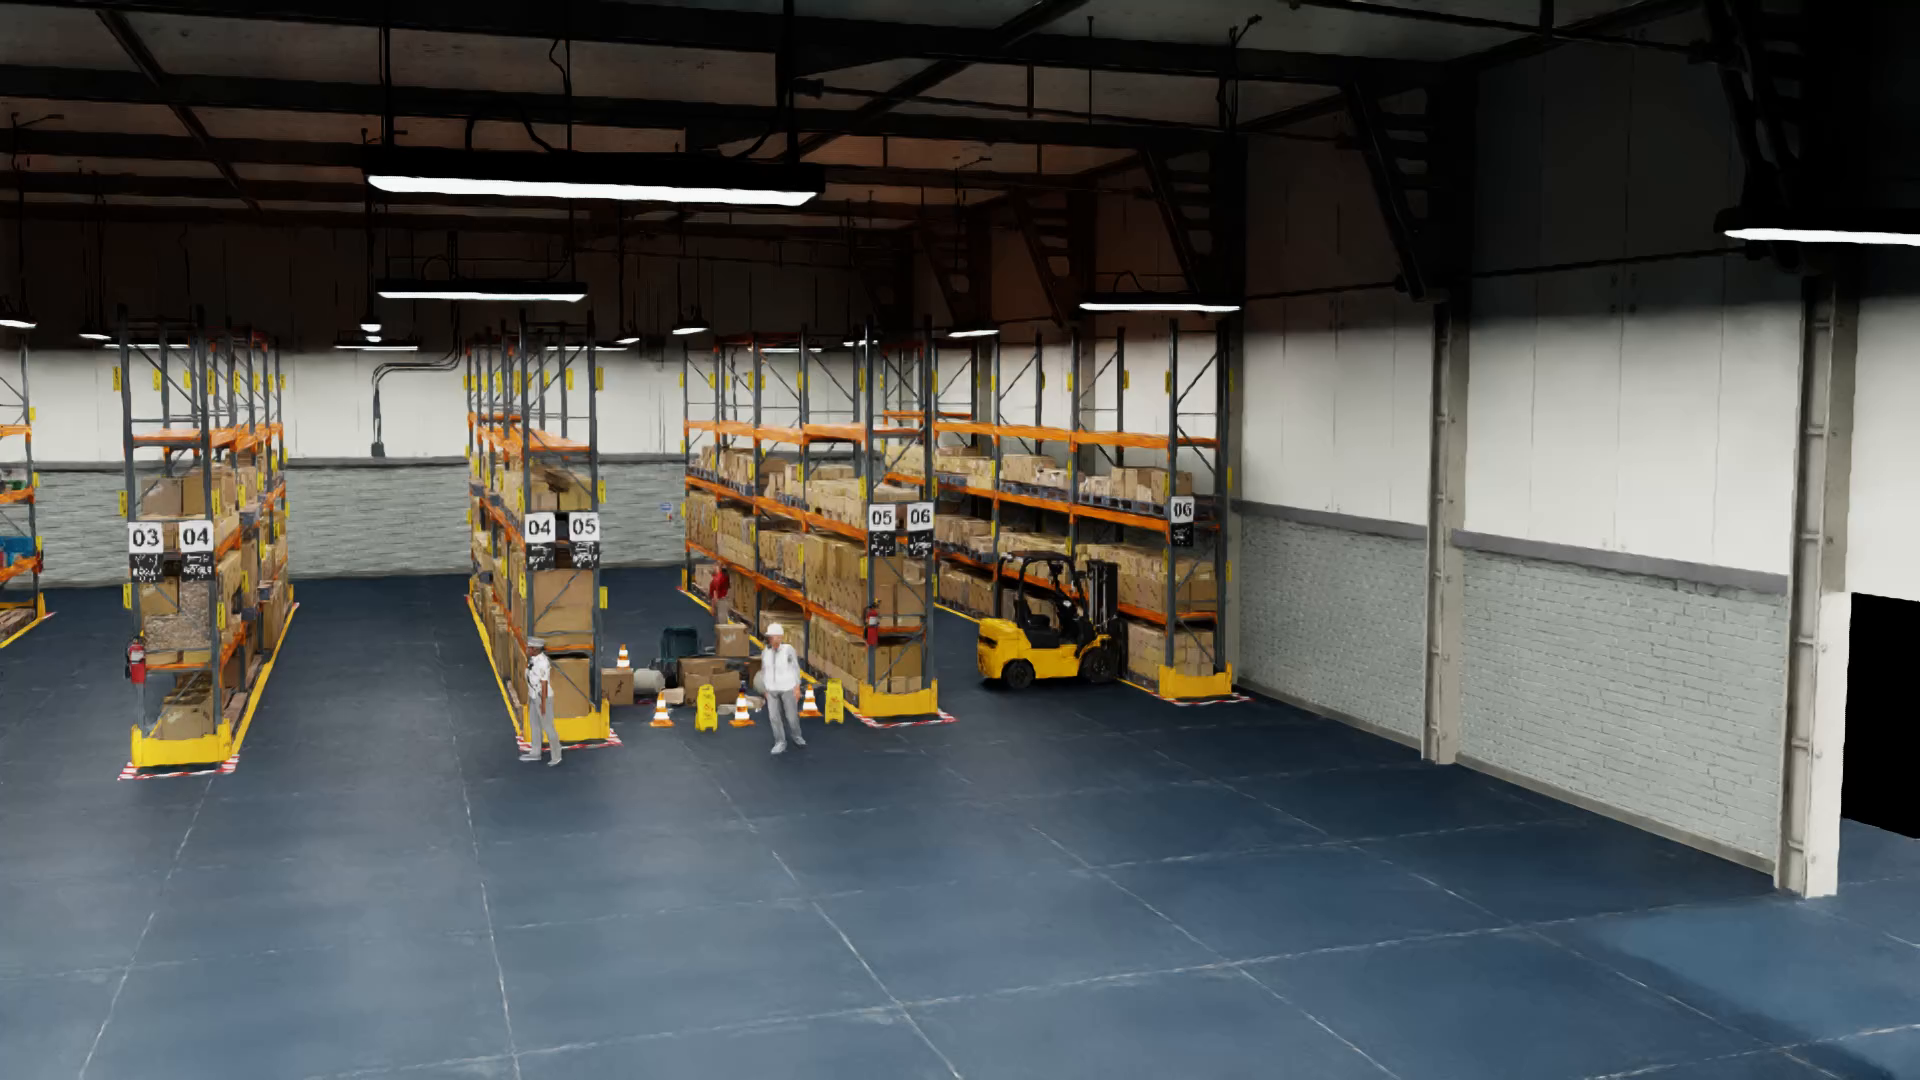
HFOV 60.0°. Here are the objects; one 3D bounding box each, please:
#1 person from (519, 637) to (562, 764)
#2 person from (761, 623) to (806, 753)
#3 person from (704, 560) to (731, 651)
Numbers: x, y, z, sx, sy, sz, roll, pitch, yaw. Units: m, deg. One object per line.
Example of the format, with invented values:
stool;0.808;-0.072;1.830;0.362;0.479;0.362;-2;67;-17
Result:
person;-5.515;2.098;21.855;0.491;1.666;0.582;-3;6;-27
person;-2.404;1.990;22.571;0.576;1.761;0.568;2;6;17
person;-4.464;1.224;30.649;0.594;1.721;0.668;1;5;6
